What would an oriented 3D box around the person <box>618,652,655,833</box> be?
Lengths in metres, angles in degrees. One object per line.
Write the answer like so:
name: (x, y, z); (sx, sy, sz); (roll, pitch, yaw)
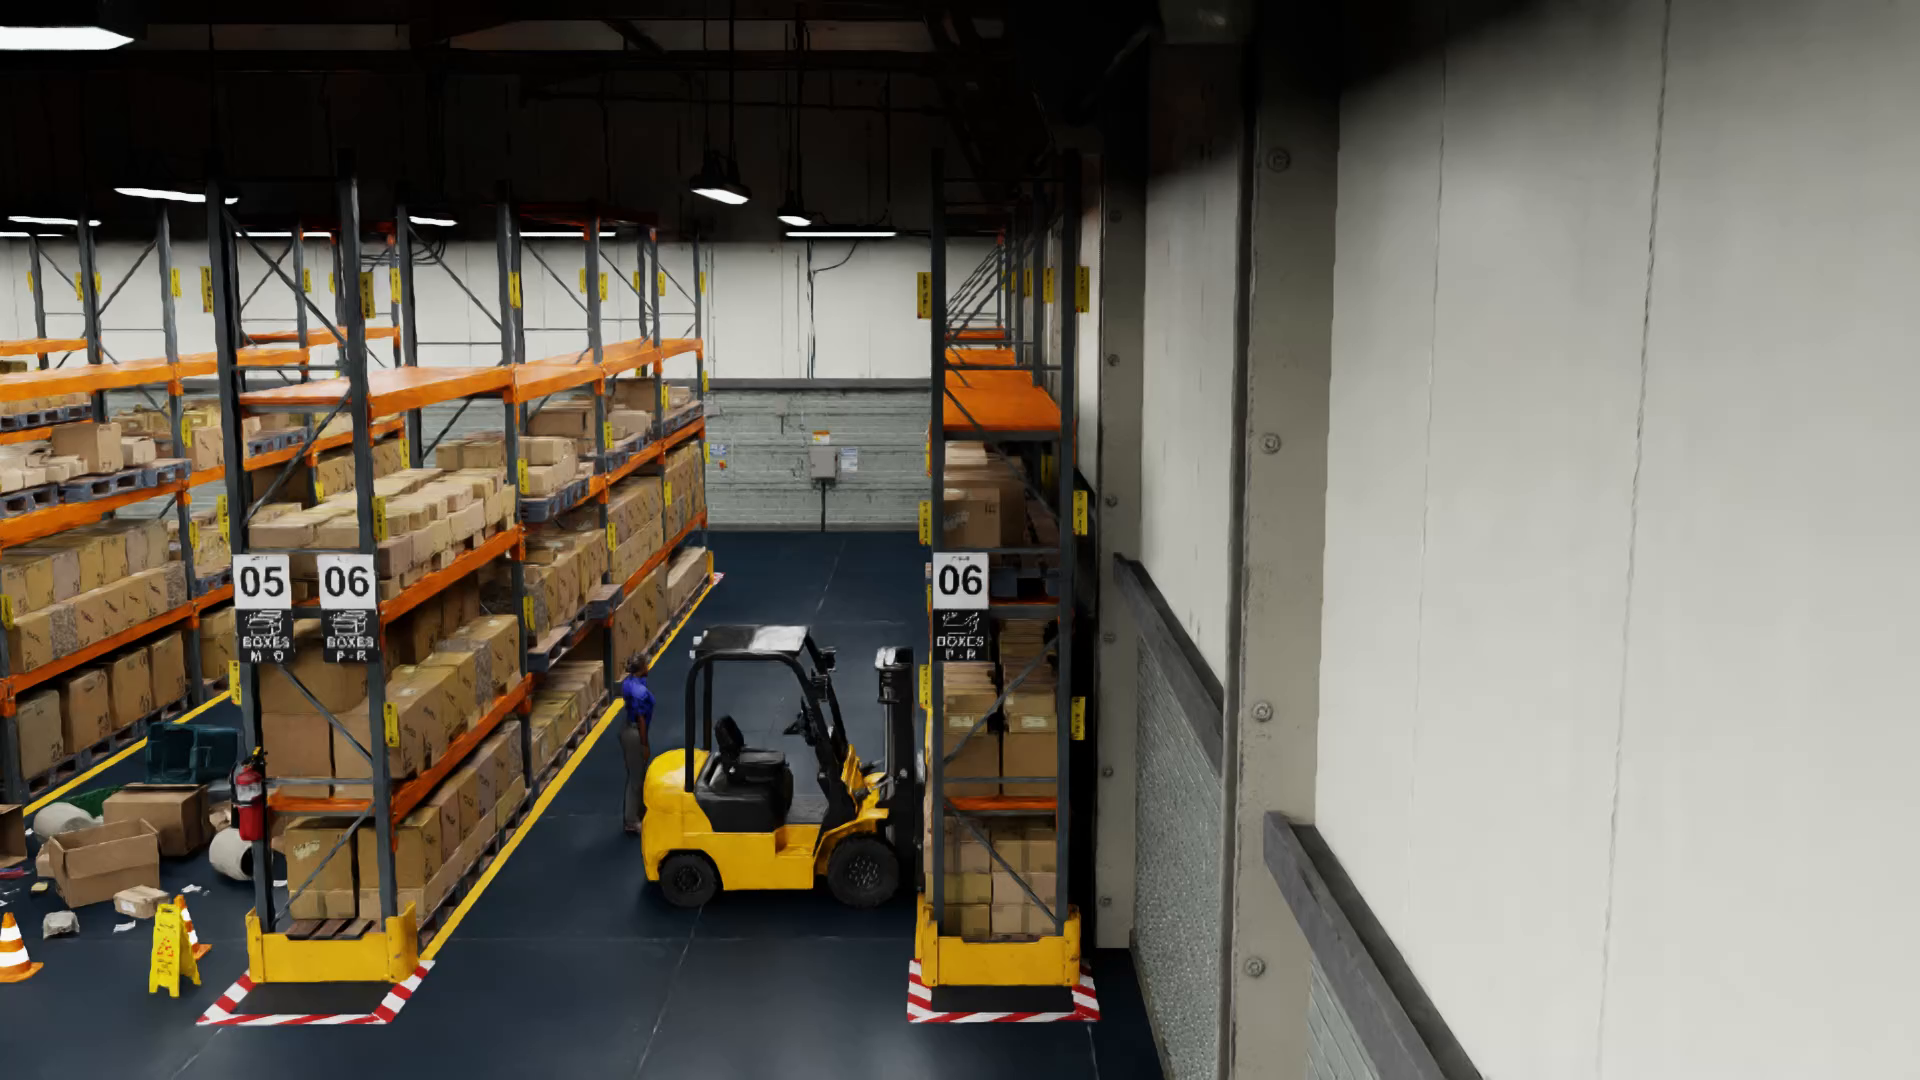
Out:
person: (-2.983, 1.863, 15.565); (0.440, 1.666, 0.550); (-4, 10, -24)
